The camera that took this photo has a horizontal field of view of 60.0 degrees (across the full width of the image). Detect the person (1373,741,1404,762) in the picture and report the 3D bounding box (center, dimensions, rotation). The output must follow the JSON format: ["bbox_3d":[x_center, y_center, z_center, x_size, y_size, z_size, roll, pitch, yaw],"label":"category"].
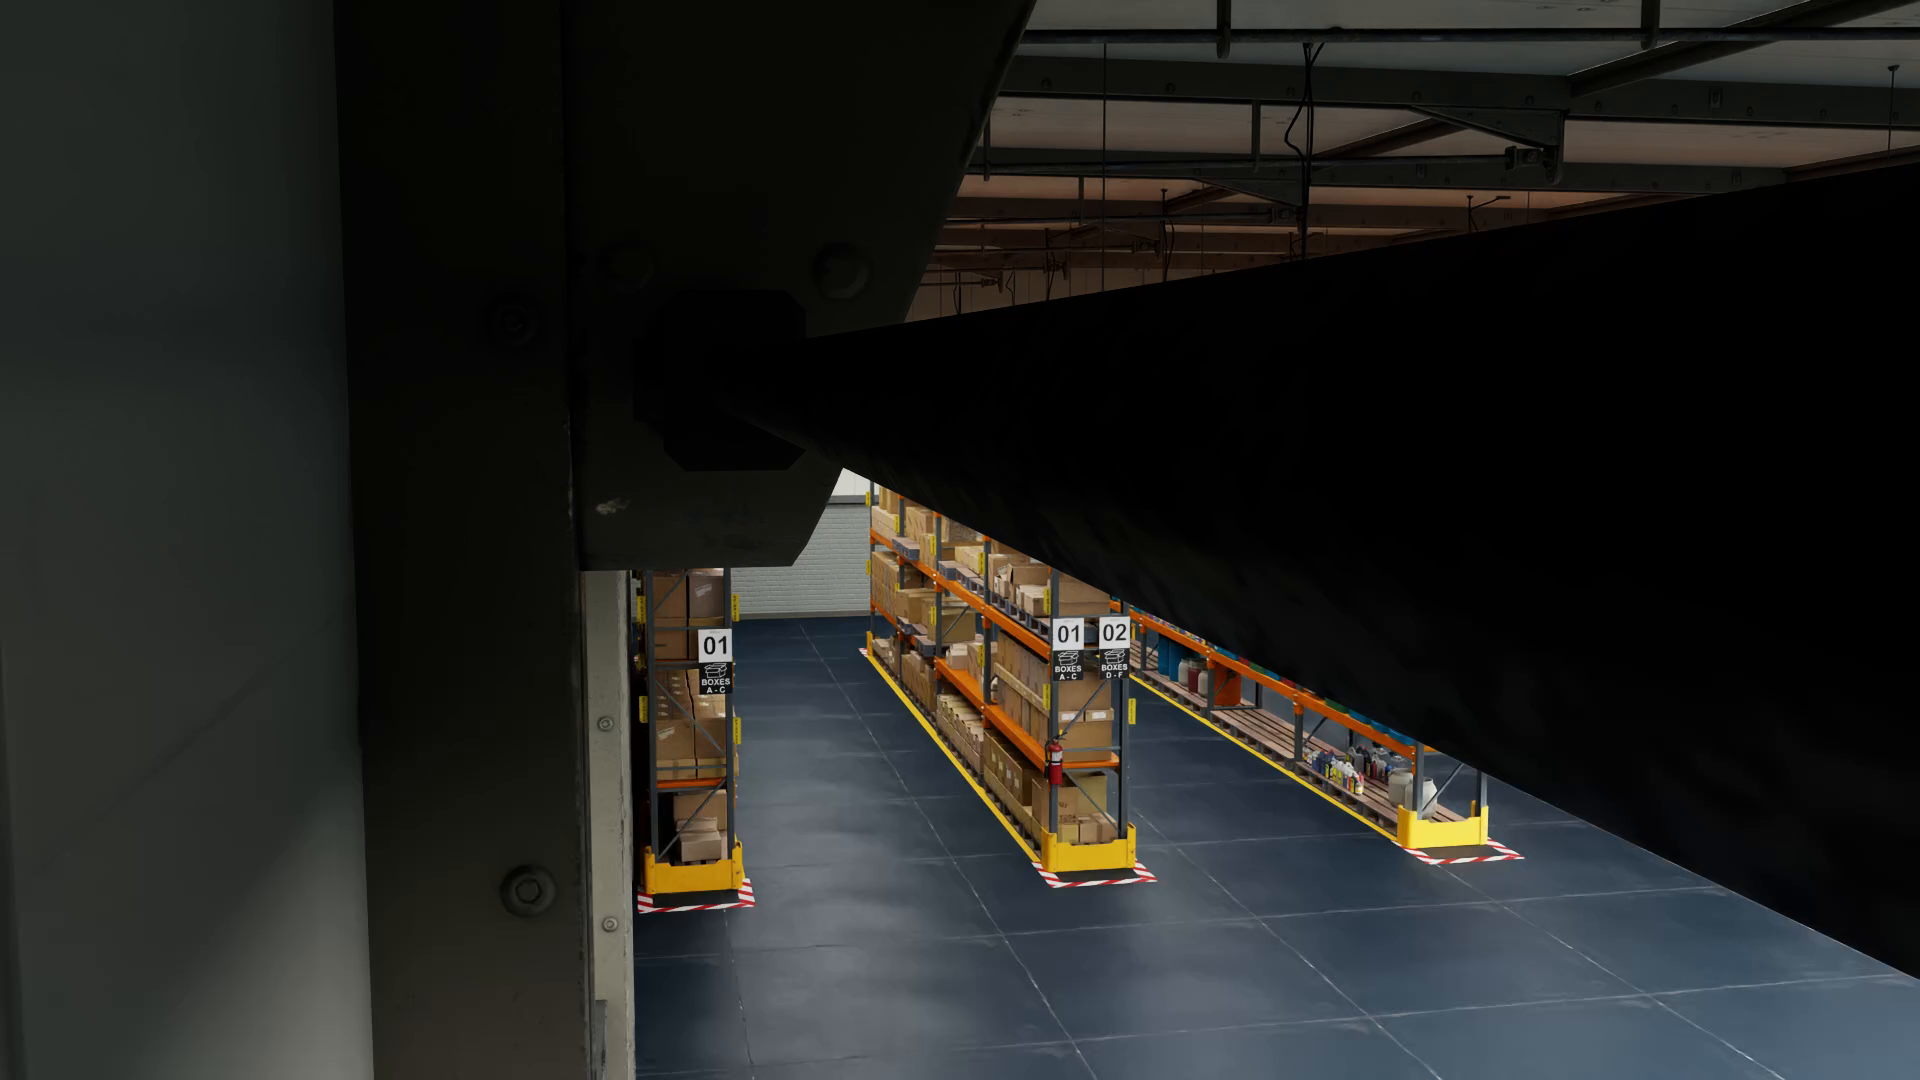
[{"bbox_3d":[6.925,2.744,26.758,0.443,1.552,0.881,-2,6,-21],"label":"person"}]
